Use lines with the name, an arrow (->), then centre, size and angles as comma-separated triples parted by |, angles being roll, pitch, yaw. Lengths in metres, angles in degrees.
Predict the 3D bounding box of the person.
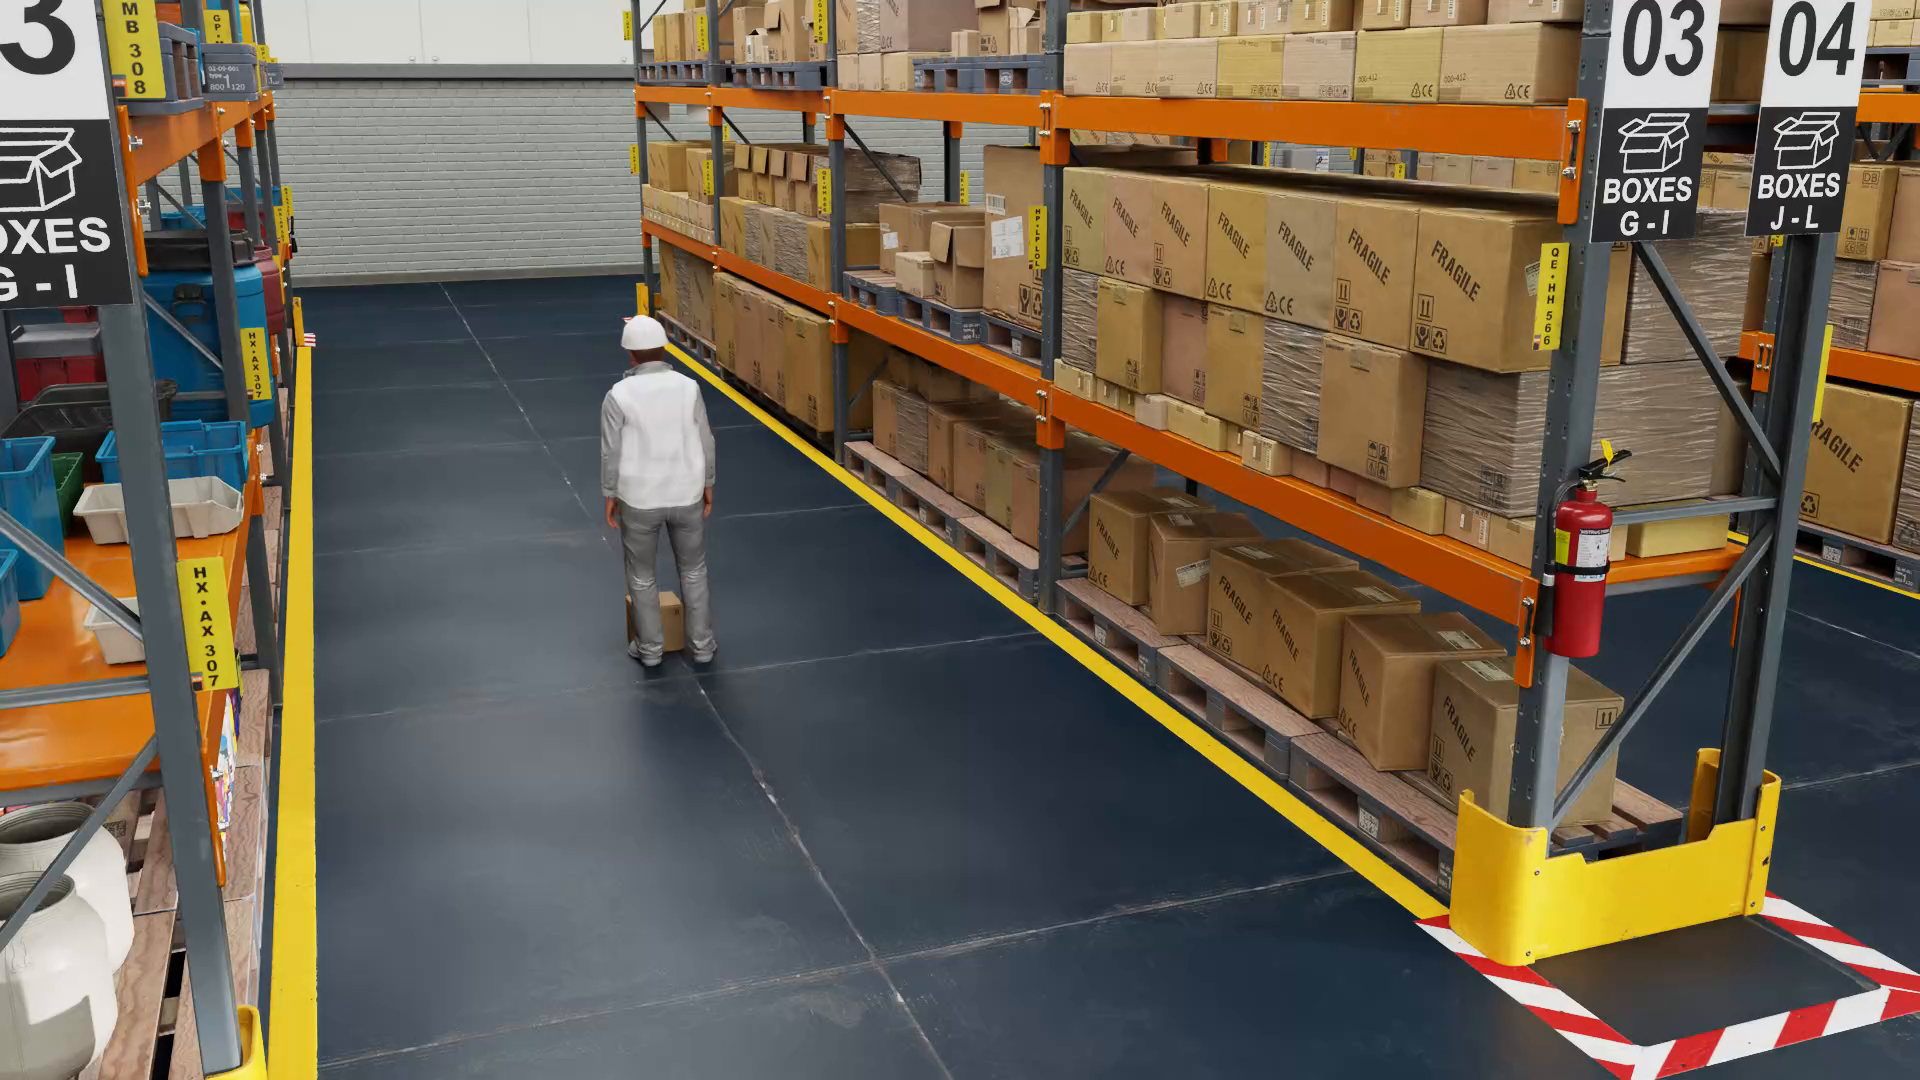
person -> -1.507, -0.233, 8.319 | 0.579, 1.769, 0.475 | -7, 17, -23
